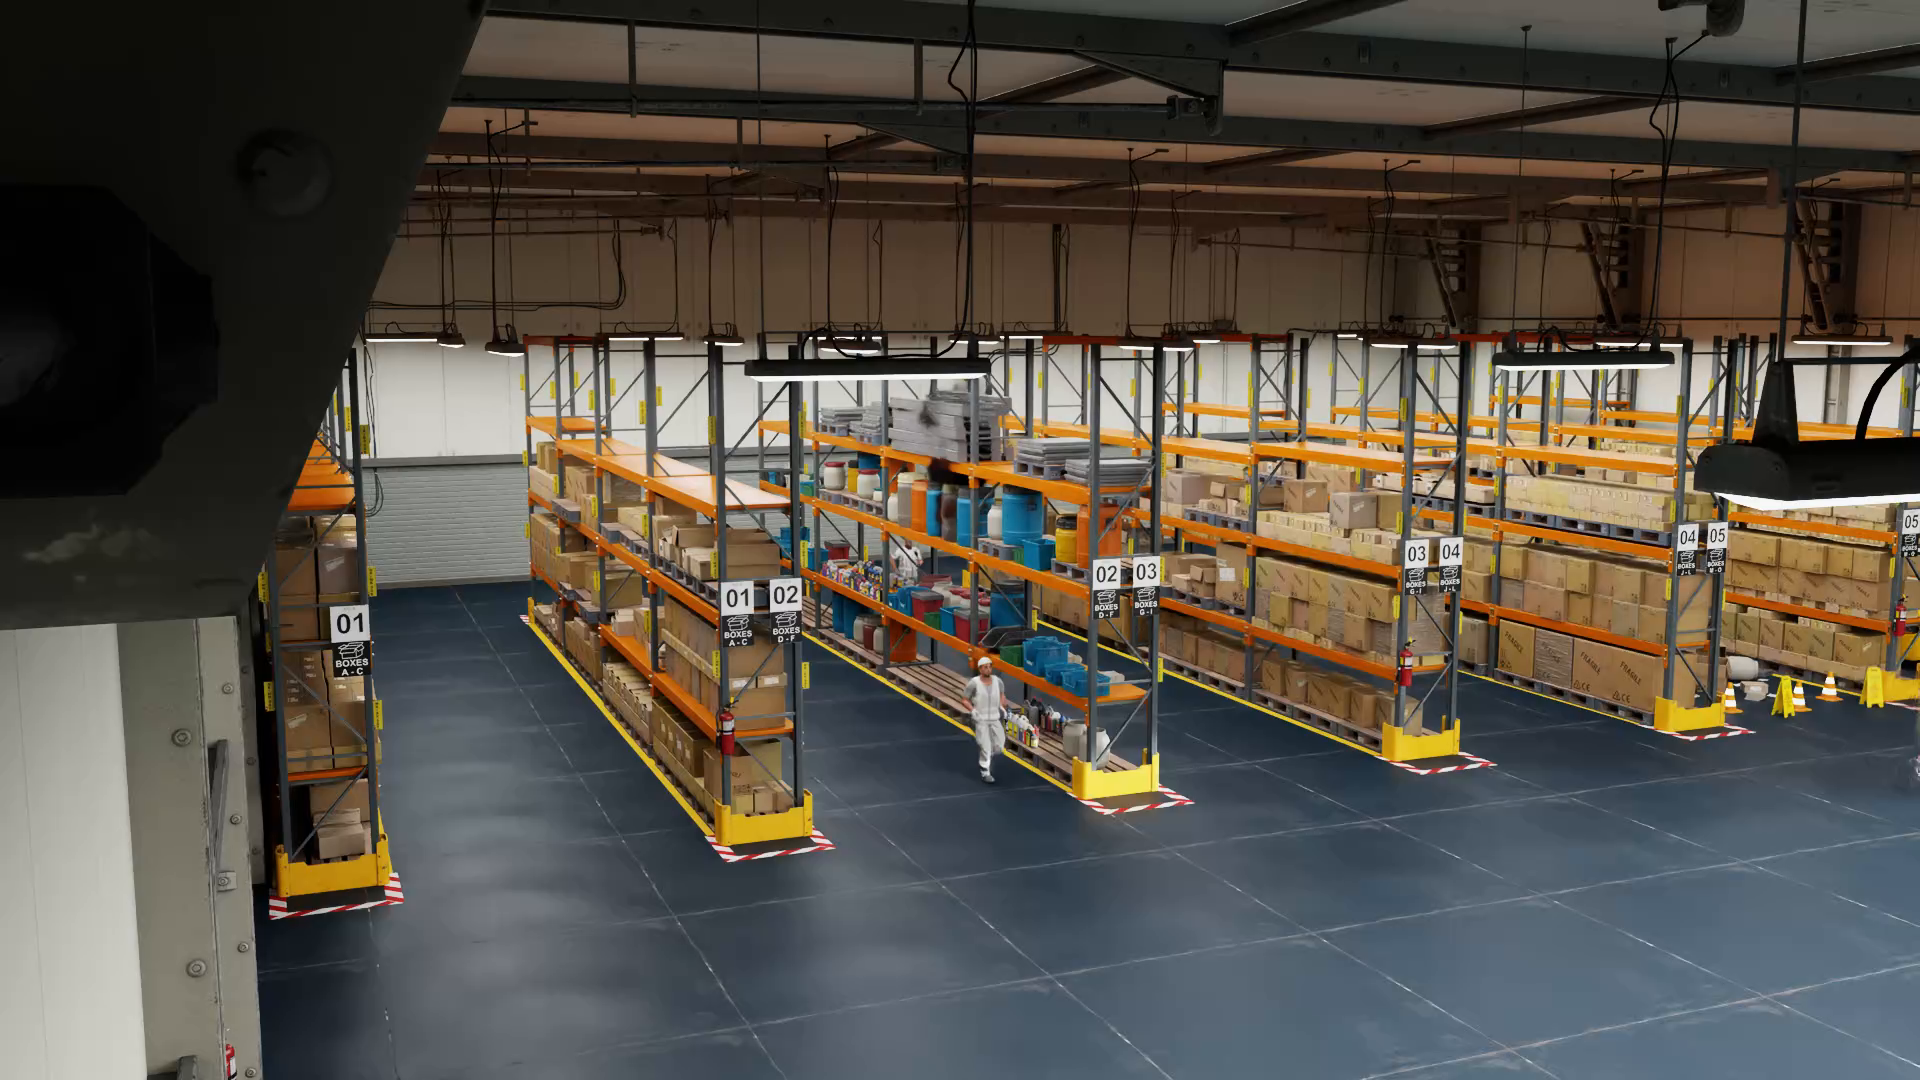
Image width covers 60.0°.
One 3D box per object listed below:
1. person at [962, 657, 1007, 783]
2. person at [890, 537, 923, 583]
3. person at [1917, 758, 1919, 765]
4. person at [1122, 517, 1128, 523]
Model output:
[{"bbox_3d":[0.349,2.450,22.746,0.623,1.741,0.586,-3,8,-20],"label":"person"},{"bbox_3d":[-1.097,0.743,35.341,0.665,1.759,0.897,-5,9,-31],"label":"person"},{"bbox_3d":[13.319,2.612,22.123,0.994,1.652,0.561,3,8,24],"label":"person"},{"bbox_3d":[3.879,0.257,39.993,0.533,1.597,0.650,1,8,5],"label":"person"}]
